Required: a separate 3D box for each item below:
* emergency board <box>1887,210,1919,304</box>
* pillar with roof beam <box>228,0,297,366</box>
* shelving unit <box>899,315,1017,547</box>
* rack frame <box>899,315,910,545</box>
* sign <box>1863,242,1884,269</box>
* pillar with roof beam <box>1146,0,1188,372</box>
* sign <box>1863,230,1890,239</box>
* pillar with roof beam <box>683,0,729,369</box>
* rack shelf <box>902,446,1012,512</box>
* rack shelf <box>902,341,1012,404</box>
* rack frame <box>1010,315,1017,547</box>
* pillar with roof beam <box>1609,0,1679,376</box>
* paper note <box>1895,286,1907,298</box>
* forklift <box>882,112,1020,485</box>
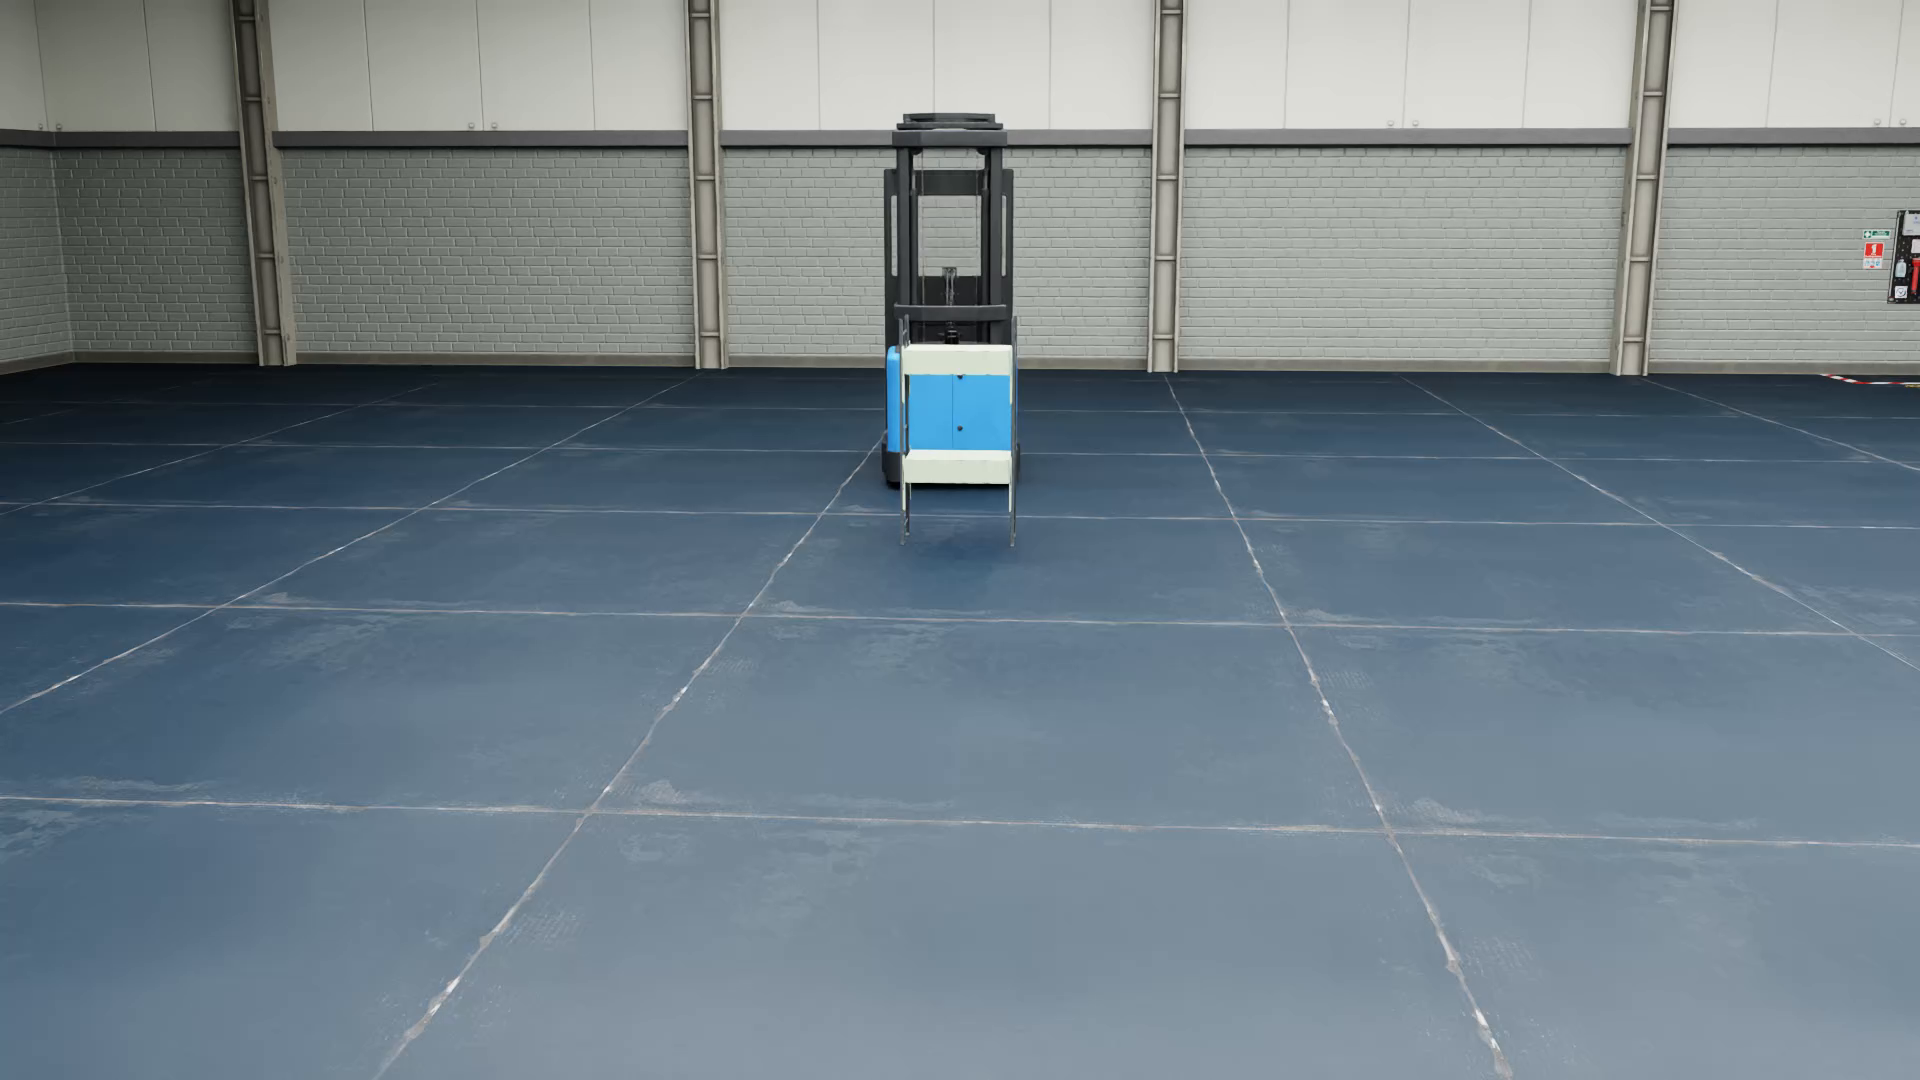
[{"bbox_3d":[12.175,-3.576,21.036,0.643,1.169,0.194,1,12,4],"label":"emergency board"},{"bbox_3d":[-9.596,-5.919,17.588,0.400,9.000,9.100,1,12,4],"label":"pillar with roof beam"},{"bbox_3d":[-0.007,-0.734,11.115,0.755,1.500,0.431,1,12,4],"label":"shelving unit"},{"bbox_3d":[-0.372,-0.739,11.139,0.023,1.500,0.400,1,12,4],"label":"rack frame"},{"bbox_3d":[11.630,-3.622,21.169,0.234,0.329,0.001,1,12,4],"label":"sign"},{"bbox_3d":[2.377,-5.755,16.803,0.400,9.000,9.100,1,12,4],"label":"pillar with roof beam"},{"bbox_3d":[11.634,-3.879,21.106,0.331,0.109,0.001,1,12,4],"label":"sign"},{"bbox_3d":[-3.610,-5.837,17.195,0.400,9.000,9.100,1,12,4],"label":"pillar with roof beam"},{"bbox_3d":[-0.007,-0.415,11.182,0.720,0.370,0.431,1,12,4],"label":"rack shelf"},{"bbox_3d":[-0.007,-1.116,11.035,0.720,0.370,0.431,1,12,4],"label":"rack shelf"},{"bbox_3d":[0.359,-0.729,11.091,0.023,1.500,0.400,1,12,4],"label":"rack frame"},{"bbox_3d":[8.364,-5.673,16.411,0.400,9.000,9.100,1,12,4],"label":"pillar with roof beam"},{"bbox_3d":[12.003,-3.161,21.205,0.142,0.148,0.016,1,12,4],"label":"paper note"},{"bbox_3d":[-0.103,-2.130,14.292,1.130,2.935,3.031,0,12,-2],"label":"forklift"}]
